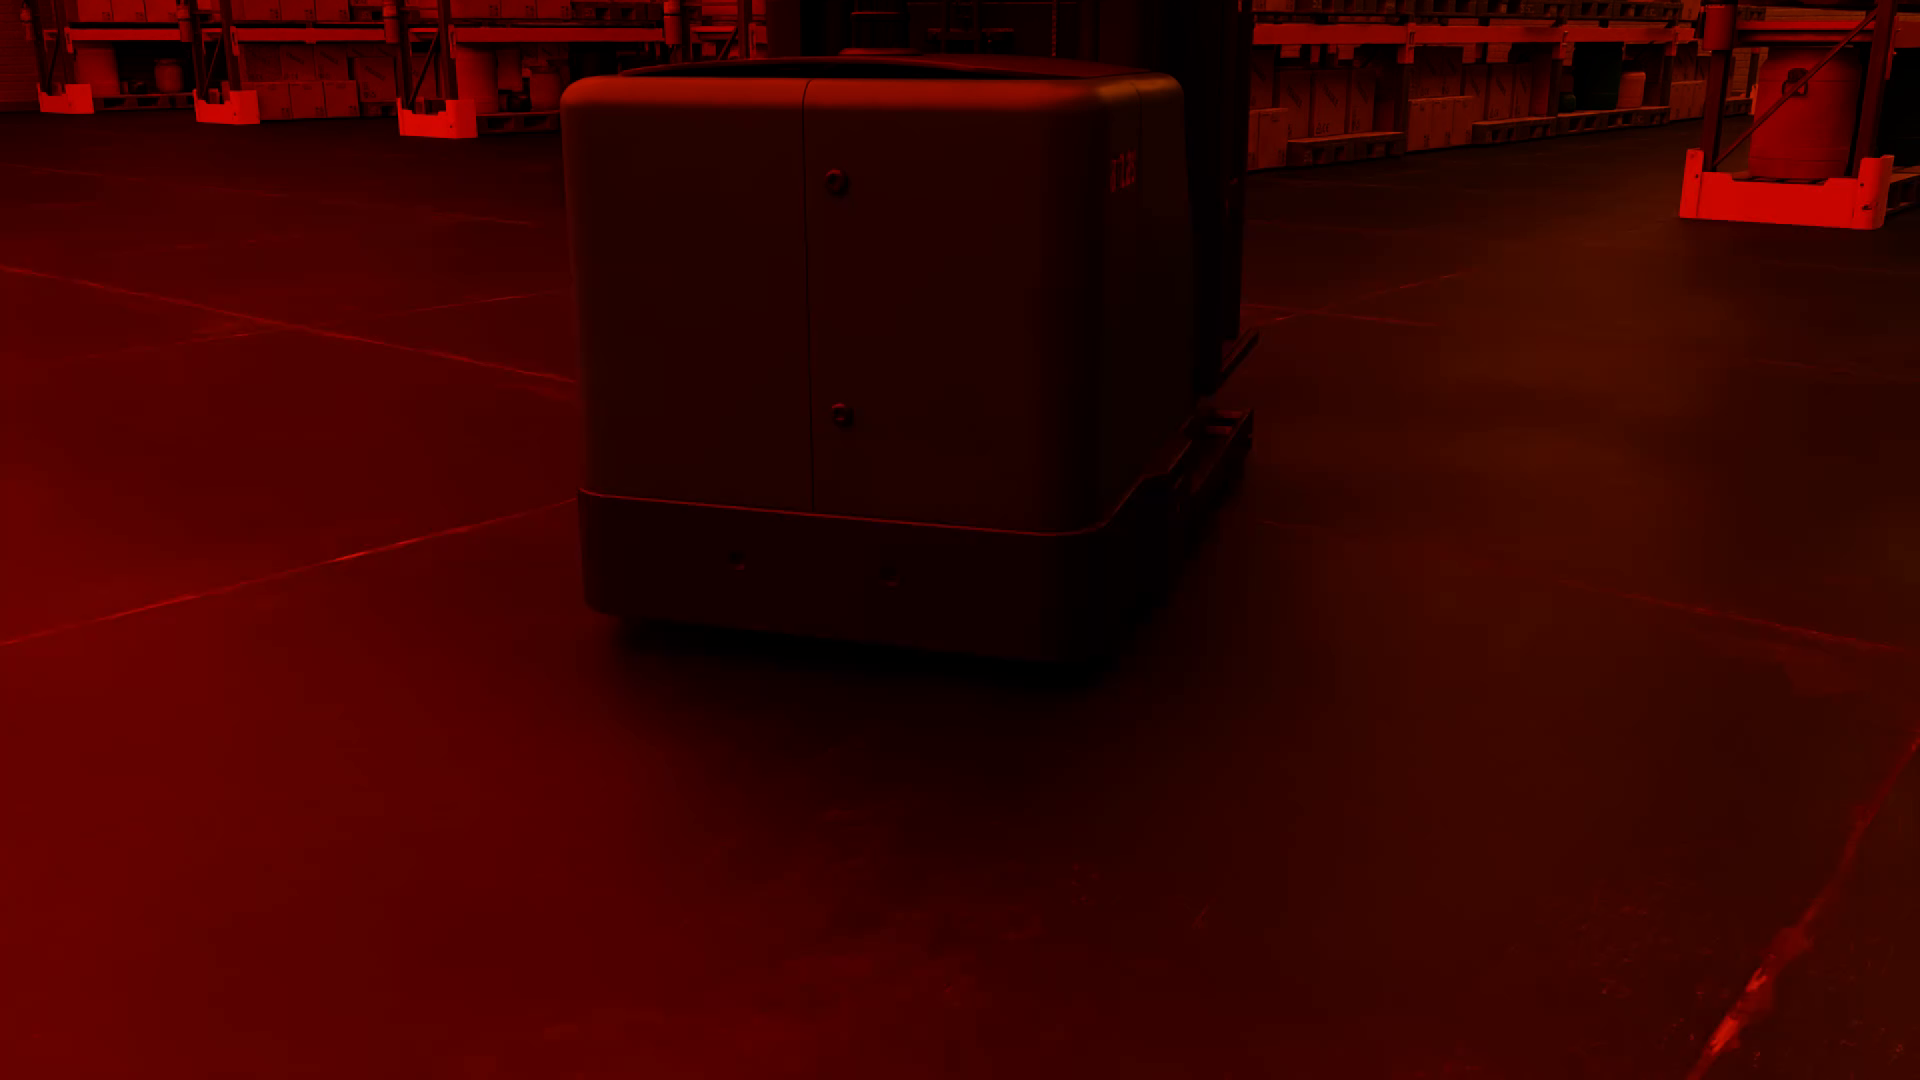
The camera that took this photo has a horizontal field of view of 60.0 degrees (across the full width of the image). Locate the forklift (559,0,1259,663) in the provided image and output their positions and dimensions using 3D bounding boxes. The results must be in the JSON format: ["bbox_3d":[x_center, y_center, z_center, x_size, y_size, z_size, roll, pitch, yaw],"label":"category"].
[{"bbox_3d":[0.182,-1.571,4.072,1.130,2.935,3.031,5,18,17],"label":"forklift"}]
